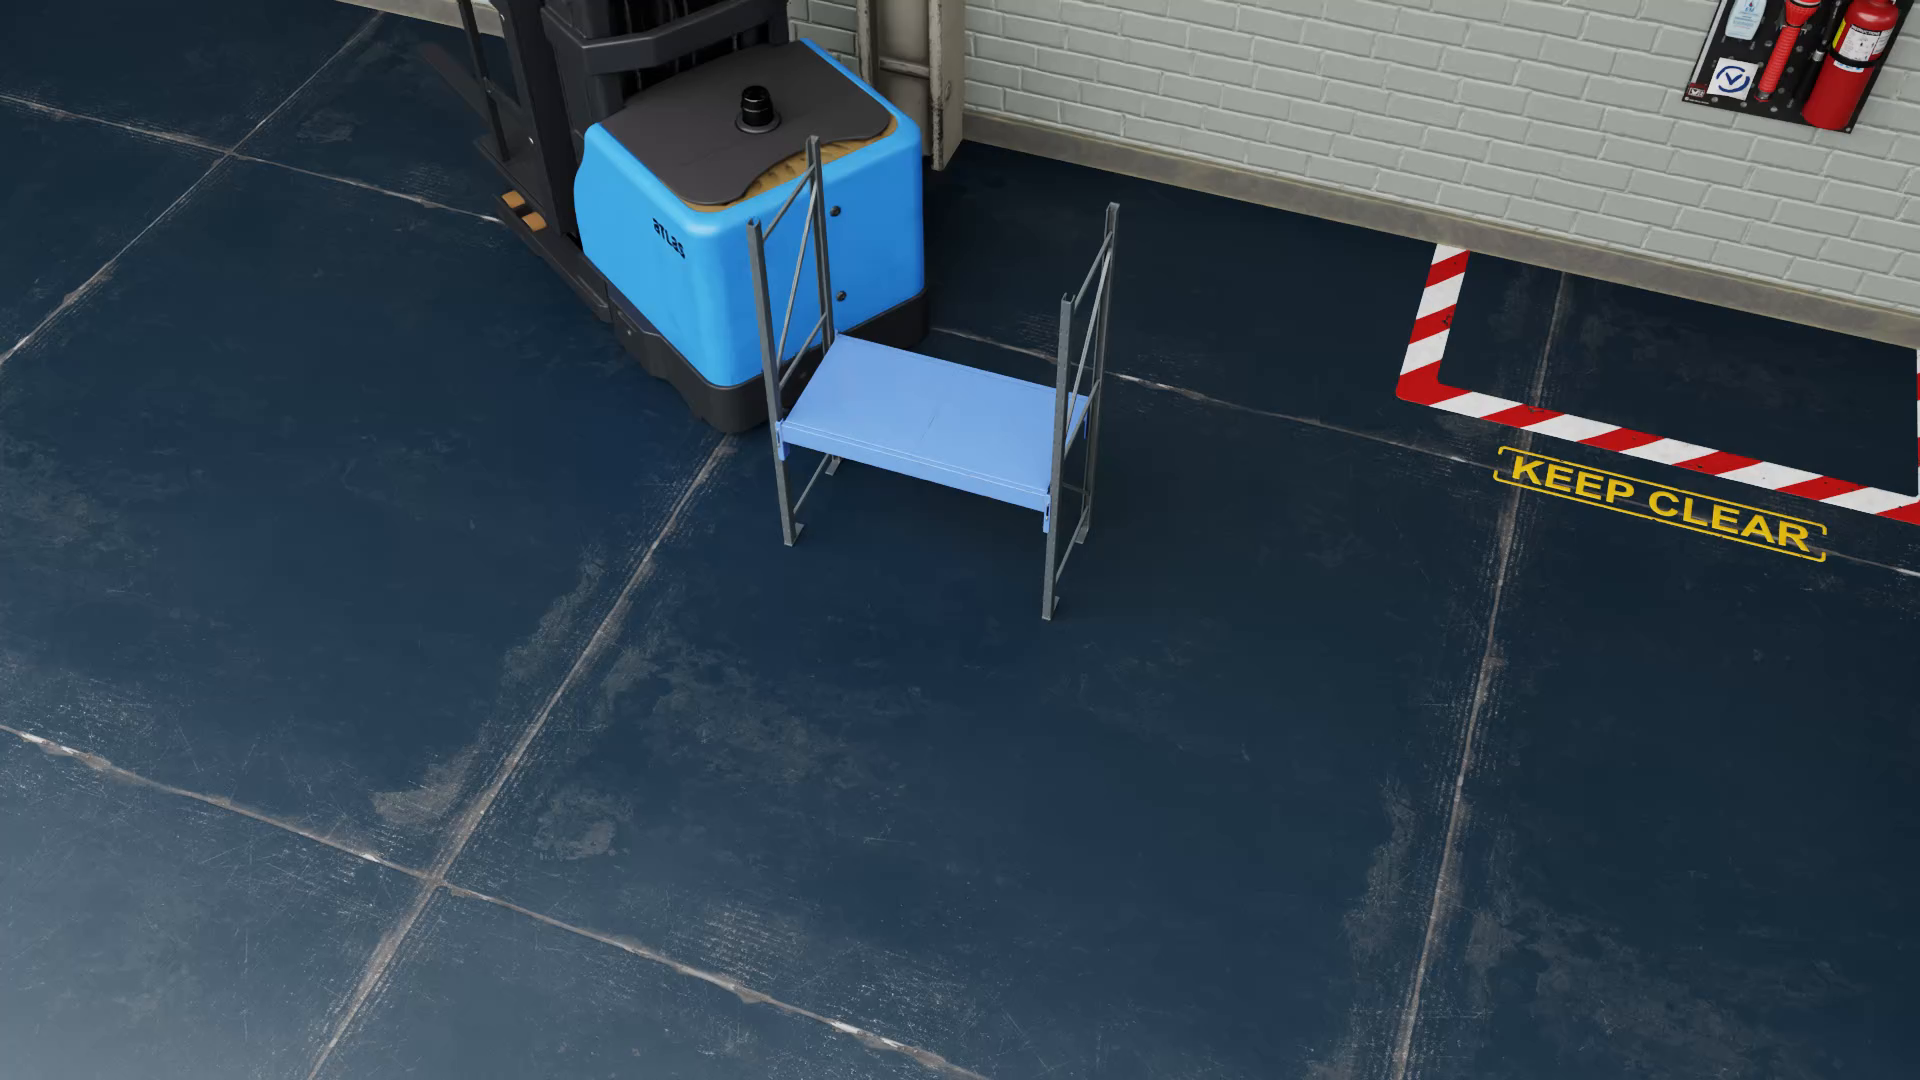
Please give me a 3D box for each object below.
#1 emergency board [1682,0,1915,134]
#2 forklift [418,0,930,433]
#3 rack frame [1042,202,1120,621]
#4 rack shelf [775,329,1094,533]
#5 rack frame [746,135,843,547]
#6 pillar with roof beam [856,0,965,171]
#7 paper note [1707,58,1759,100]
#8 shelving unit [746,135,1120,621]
[{"bbox_3d":[3.107,-1.962,5.965,0.643,1.169,0.194,16,51,13],"label":"emergency board"},{"bbox_3d":[-1.424,-2.446,6.430,1.130,2.935,3.031,-30,56,-24],"label":"forklift"},{"bbox_3d":[0.397,-0.380,5.587,0.032,1.500,0.500,16,51,13],"label":"rack frame"},{"bbox_3d":[-0.080,-0.396,5.839,1.000,0.185,0.538,16,51,13],"label":"rack shelf"},{"bbox_3d":[-0.557,-0.647,5.818,0.032,1.500,0.500,16,51,13],"label":"rack frame"},{"bbox_3d":[-1.708,-1.772,1.831,0.400,9.000,9.100,16,51,13],"label":"pillar with roof beam"},{"bbox_3d":[2.965,-1.769,6.381,0.142,0.148,0.016,16,51,13],"label":"paper note"},{"bbox_3d":[-0.080,-0.514,5.703,1.048,1.500,0.538,16,51,13],"label":"shelving unit"}]
